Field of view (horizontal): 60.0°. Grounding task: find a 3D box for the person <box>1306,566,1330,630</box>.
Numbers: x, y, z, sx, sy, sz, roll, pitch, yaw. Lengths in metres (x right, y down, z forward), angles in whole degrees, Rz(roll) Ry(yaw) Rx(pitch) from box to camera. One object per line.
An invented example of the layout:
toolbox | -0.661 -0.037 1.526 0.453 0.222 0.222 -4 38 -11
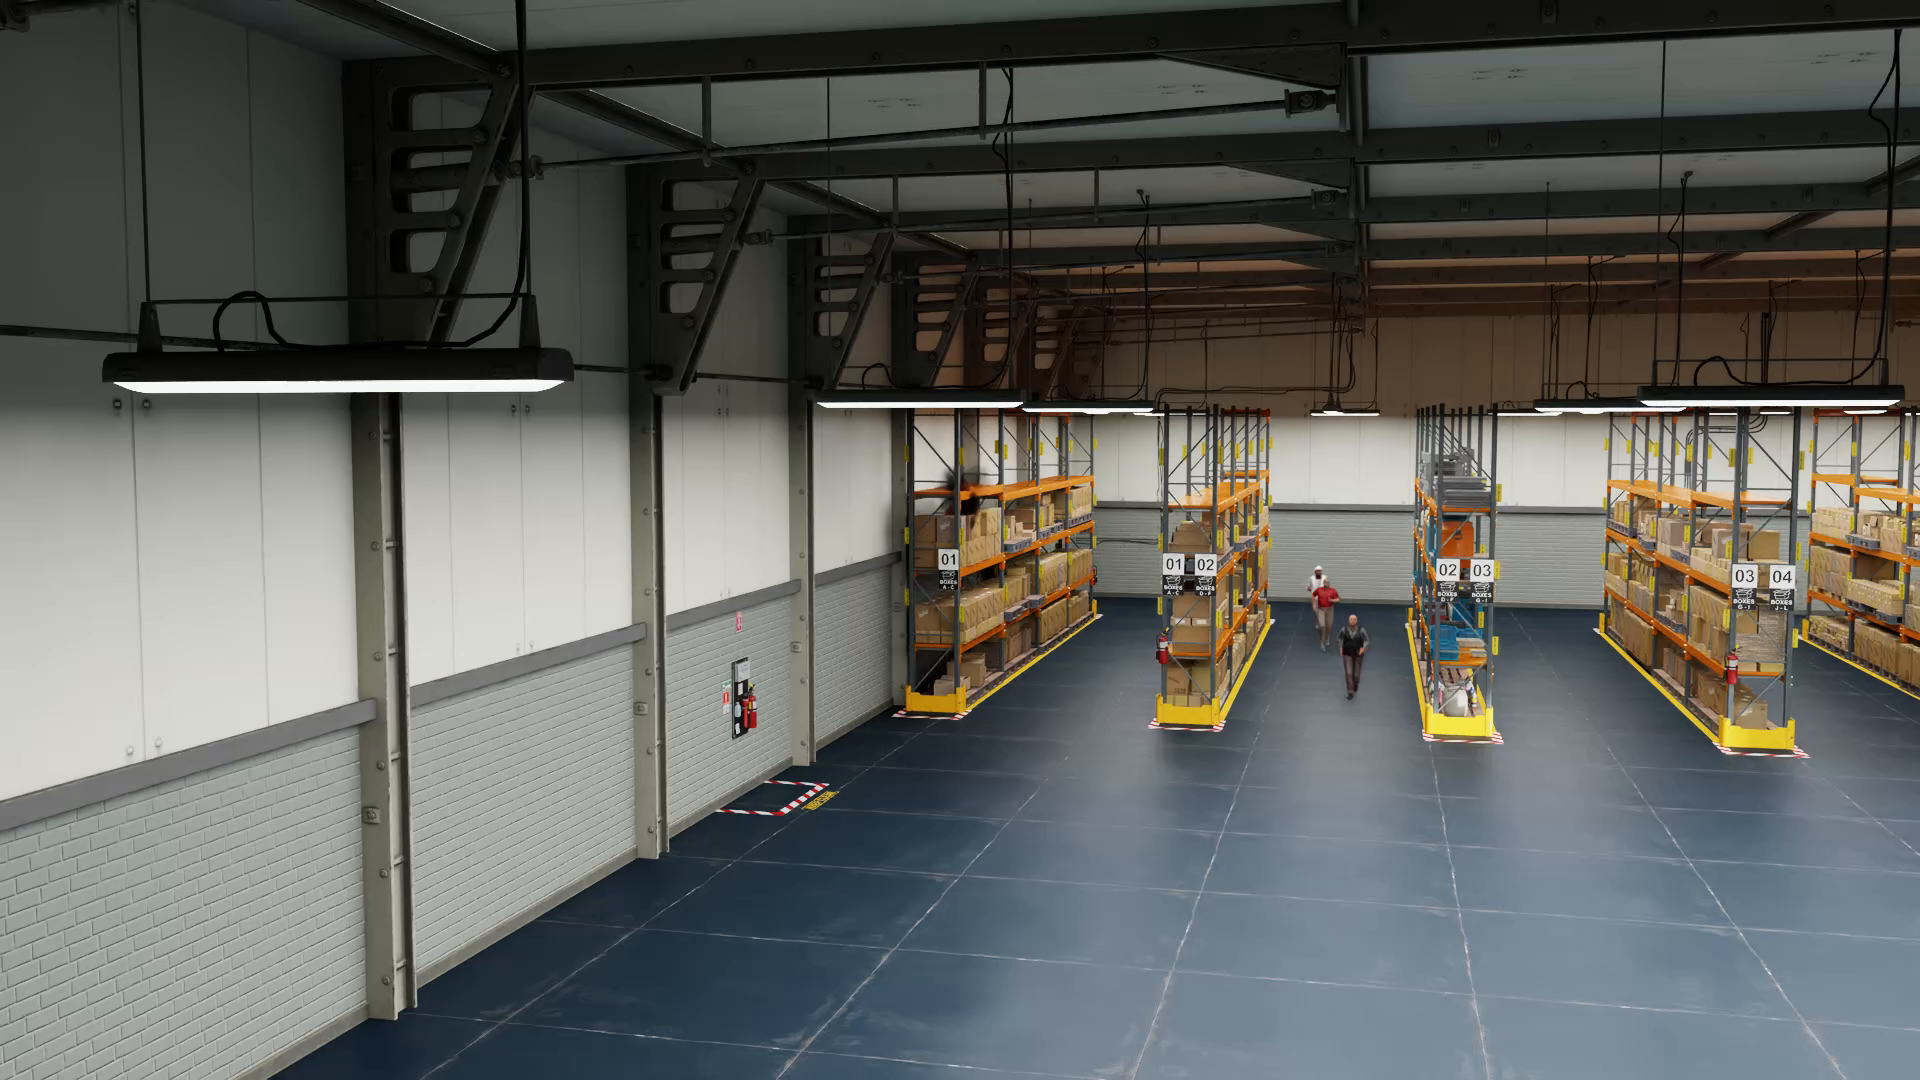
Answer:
person | 9.621 1.603 44.671 0.628 1.843 0.781 1 4 9

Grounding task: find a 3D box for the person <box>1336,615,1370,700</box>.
person | 8.086 2.390 34.228 0.673 1.720 0.849 1 4 12

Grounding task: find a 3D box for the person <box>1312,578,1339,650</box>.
person | 9.131 1.835 41.522 0.642 1.783 0.816 0 4 5
